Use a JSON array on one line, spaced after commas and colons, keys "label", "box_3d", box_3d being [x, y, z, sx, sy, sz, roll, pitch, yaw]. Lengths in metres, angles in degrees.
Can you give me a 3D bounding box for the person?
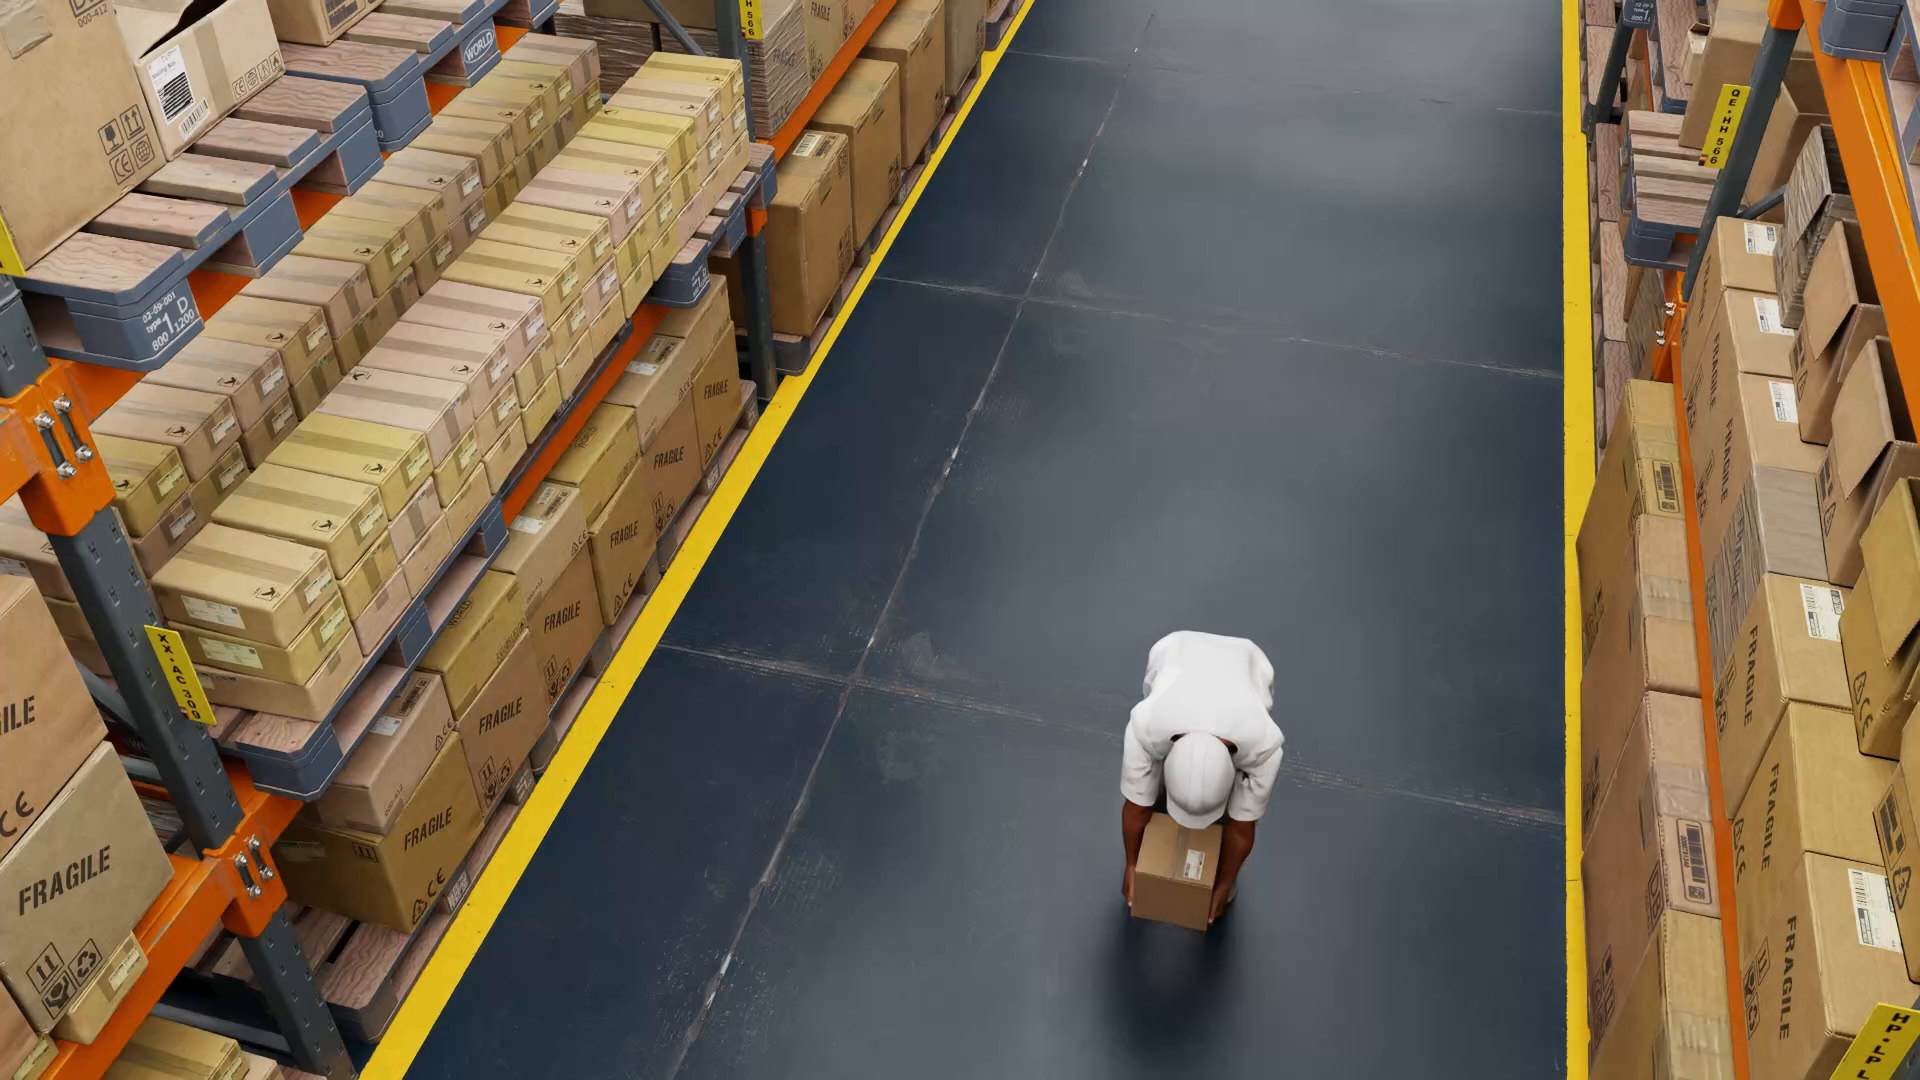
[{"label": "person", "box_3d": [0.787, 0.855, 5.537, 0.496, 1.255, 0.940, 8, 41, 10]}]
